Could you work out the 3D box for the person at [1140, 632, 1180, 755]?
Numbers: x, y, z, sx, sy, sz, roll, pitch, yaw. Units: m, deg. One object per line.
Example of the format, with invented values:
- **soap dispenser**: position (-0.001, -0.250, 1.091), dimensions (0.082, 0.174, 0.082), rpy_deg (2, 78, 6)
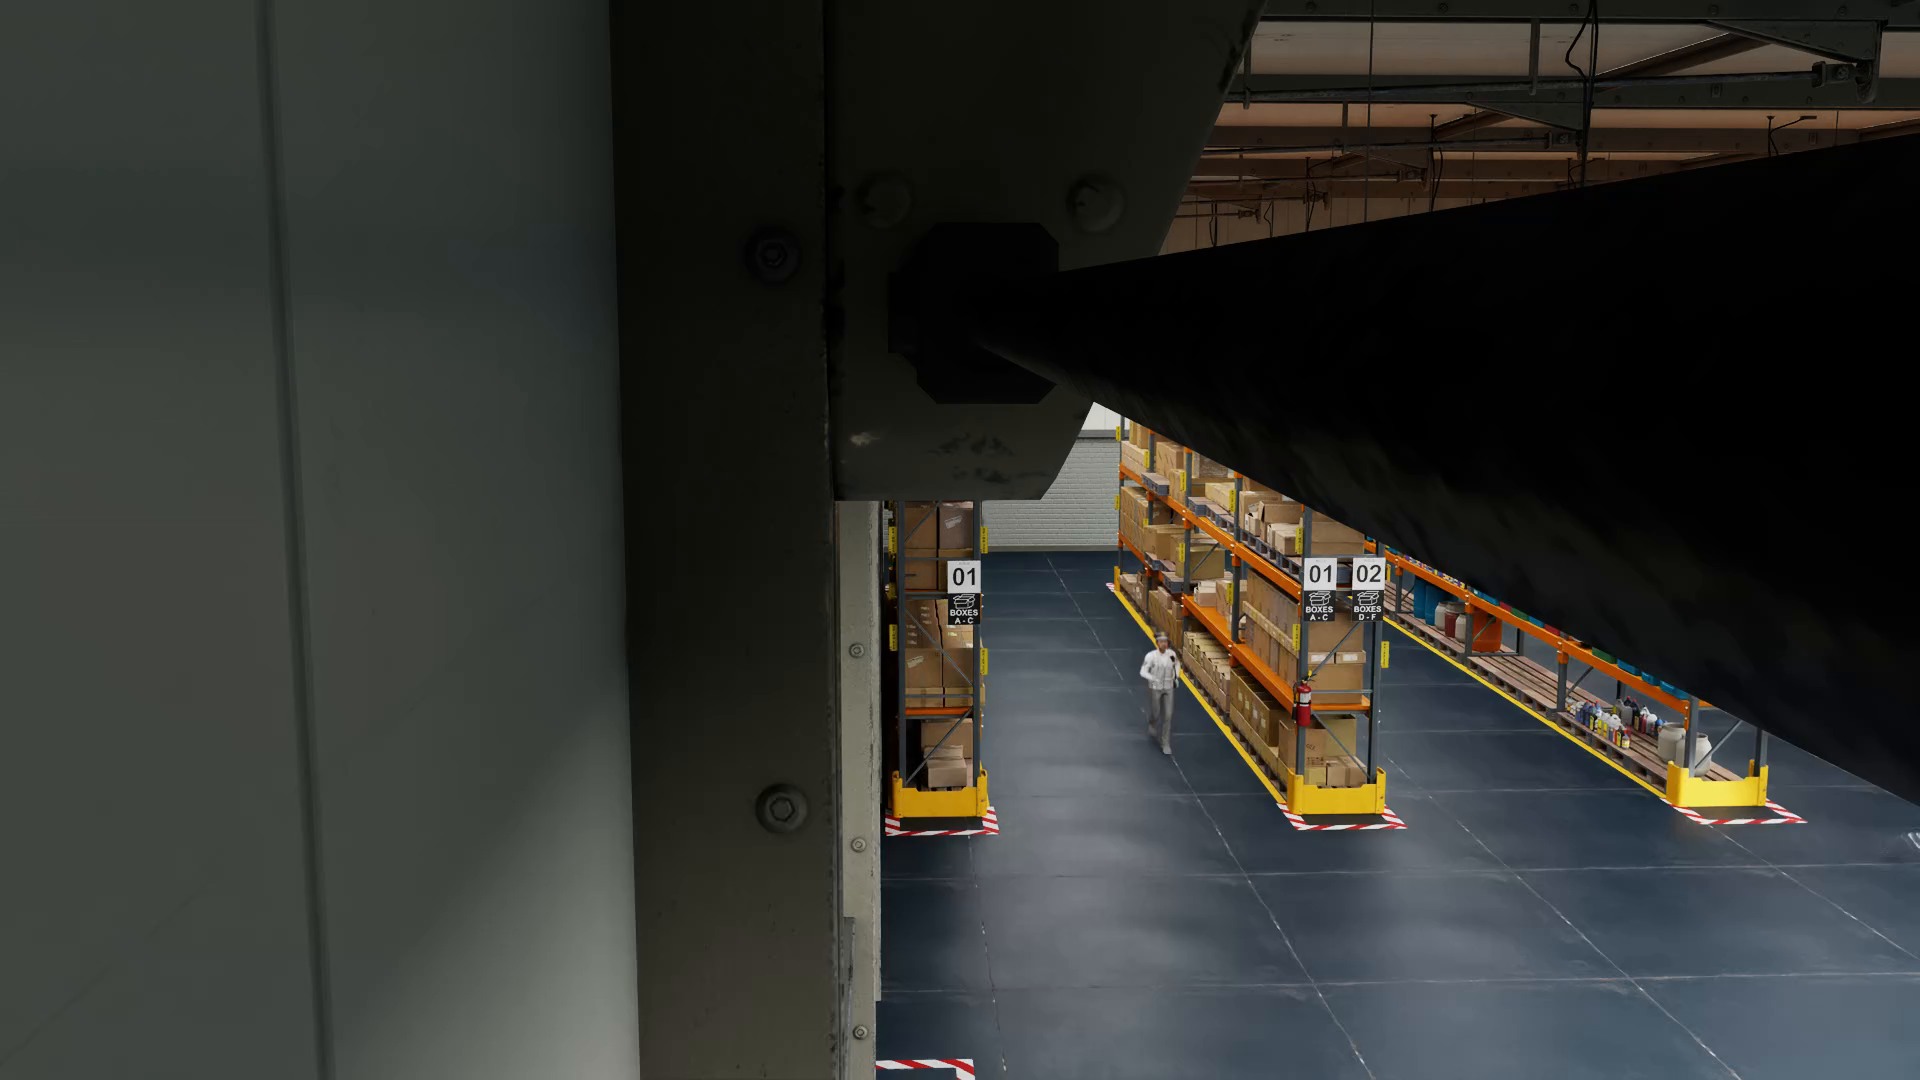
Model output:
- **person**: position (2.854, 2.114, 23.545), dimensions (0.616, 1.692, 0.901), rpy_deg (-1, 8, -7)
